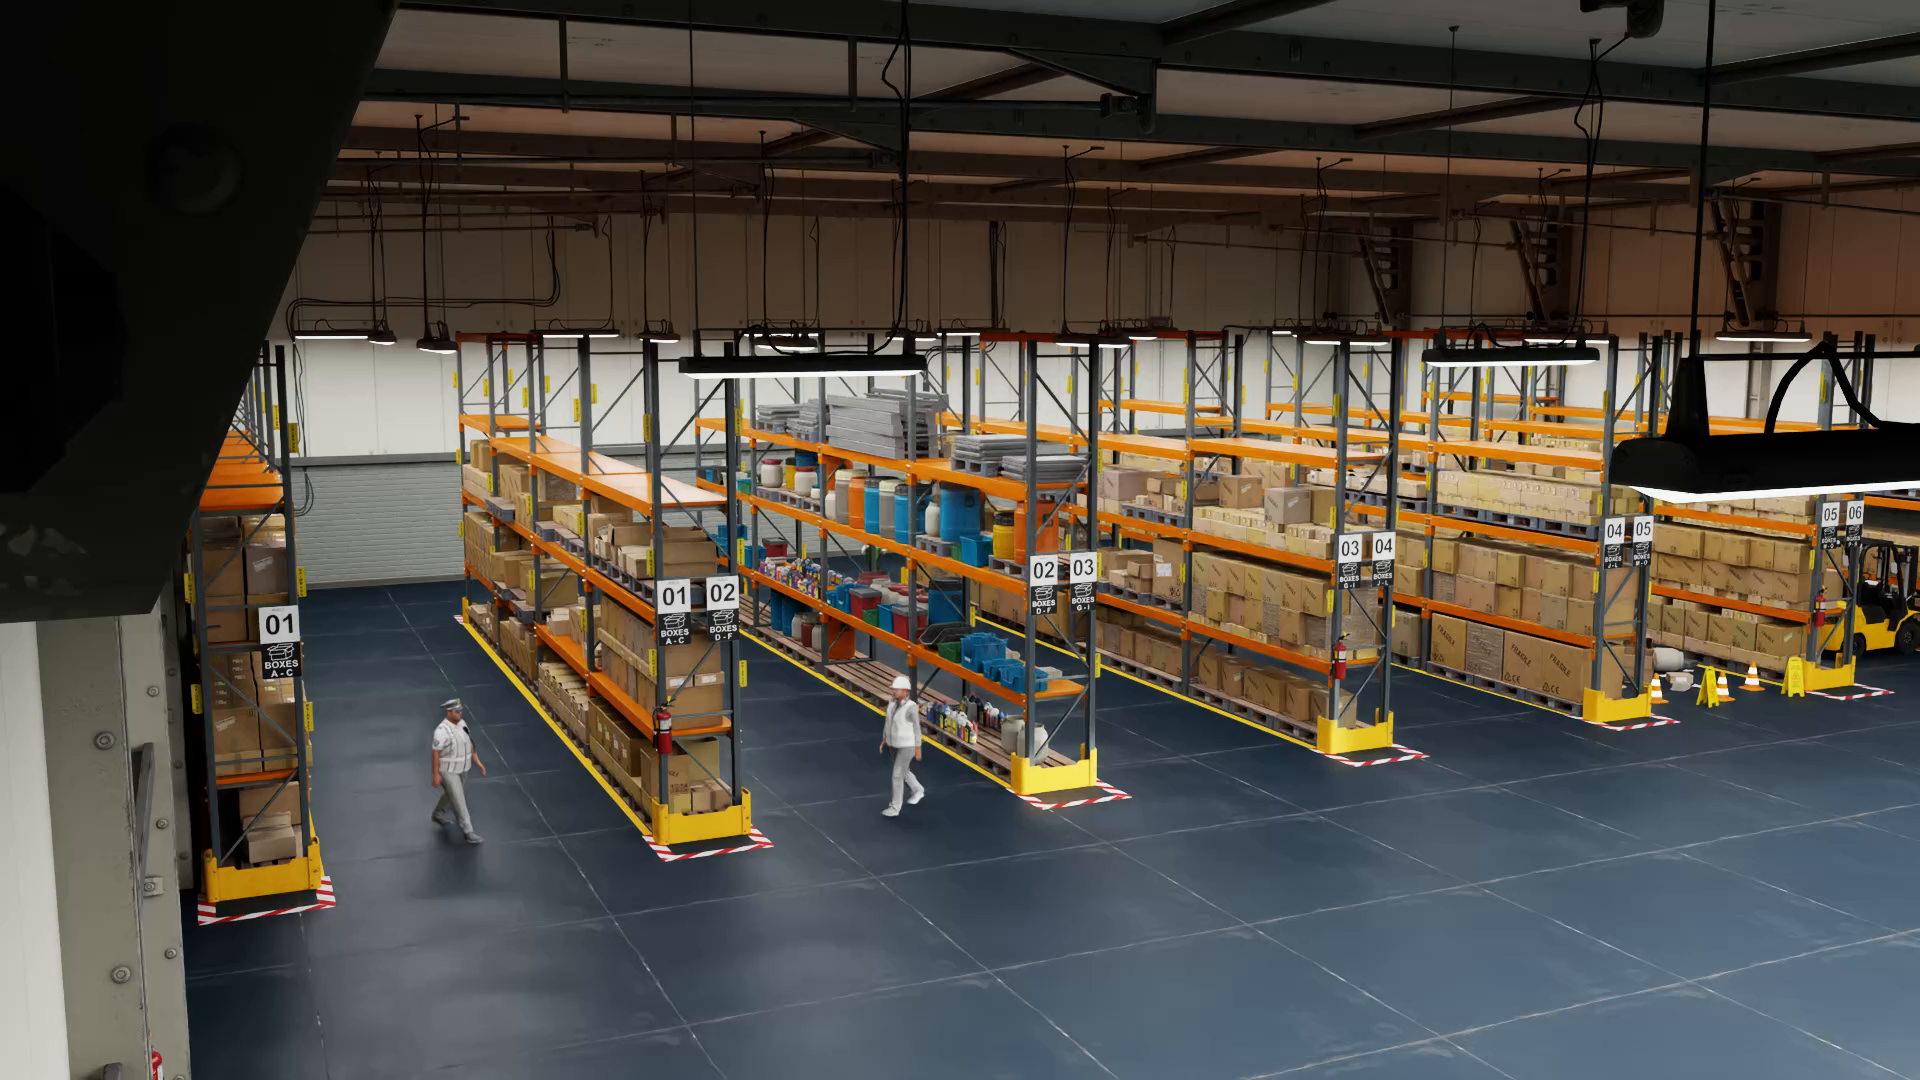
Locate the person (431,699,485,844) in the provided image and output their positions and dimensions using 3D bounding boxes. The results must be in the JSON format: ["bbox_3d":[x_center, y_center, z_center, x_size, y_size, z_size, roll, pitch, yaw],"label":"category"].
[{"bbox_3d":[-6.123,2.755,20.178,1.125,1.692,0.615,5,9,31],"label":"person"}]

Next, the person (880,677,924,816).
[{"bbox_3d":[-0.755,2.614,21.302,0.892,1.750,0.544,-7,10,-41],"label":"person"}]

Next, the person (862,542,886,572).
[{"bbox_3d":[-2.013,0.167,39.214,0.526,1.759,0.905,4,9,26],"label":"person"}]
